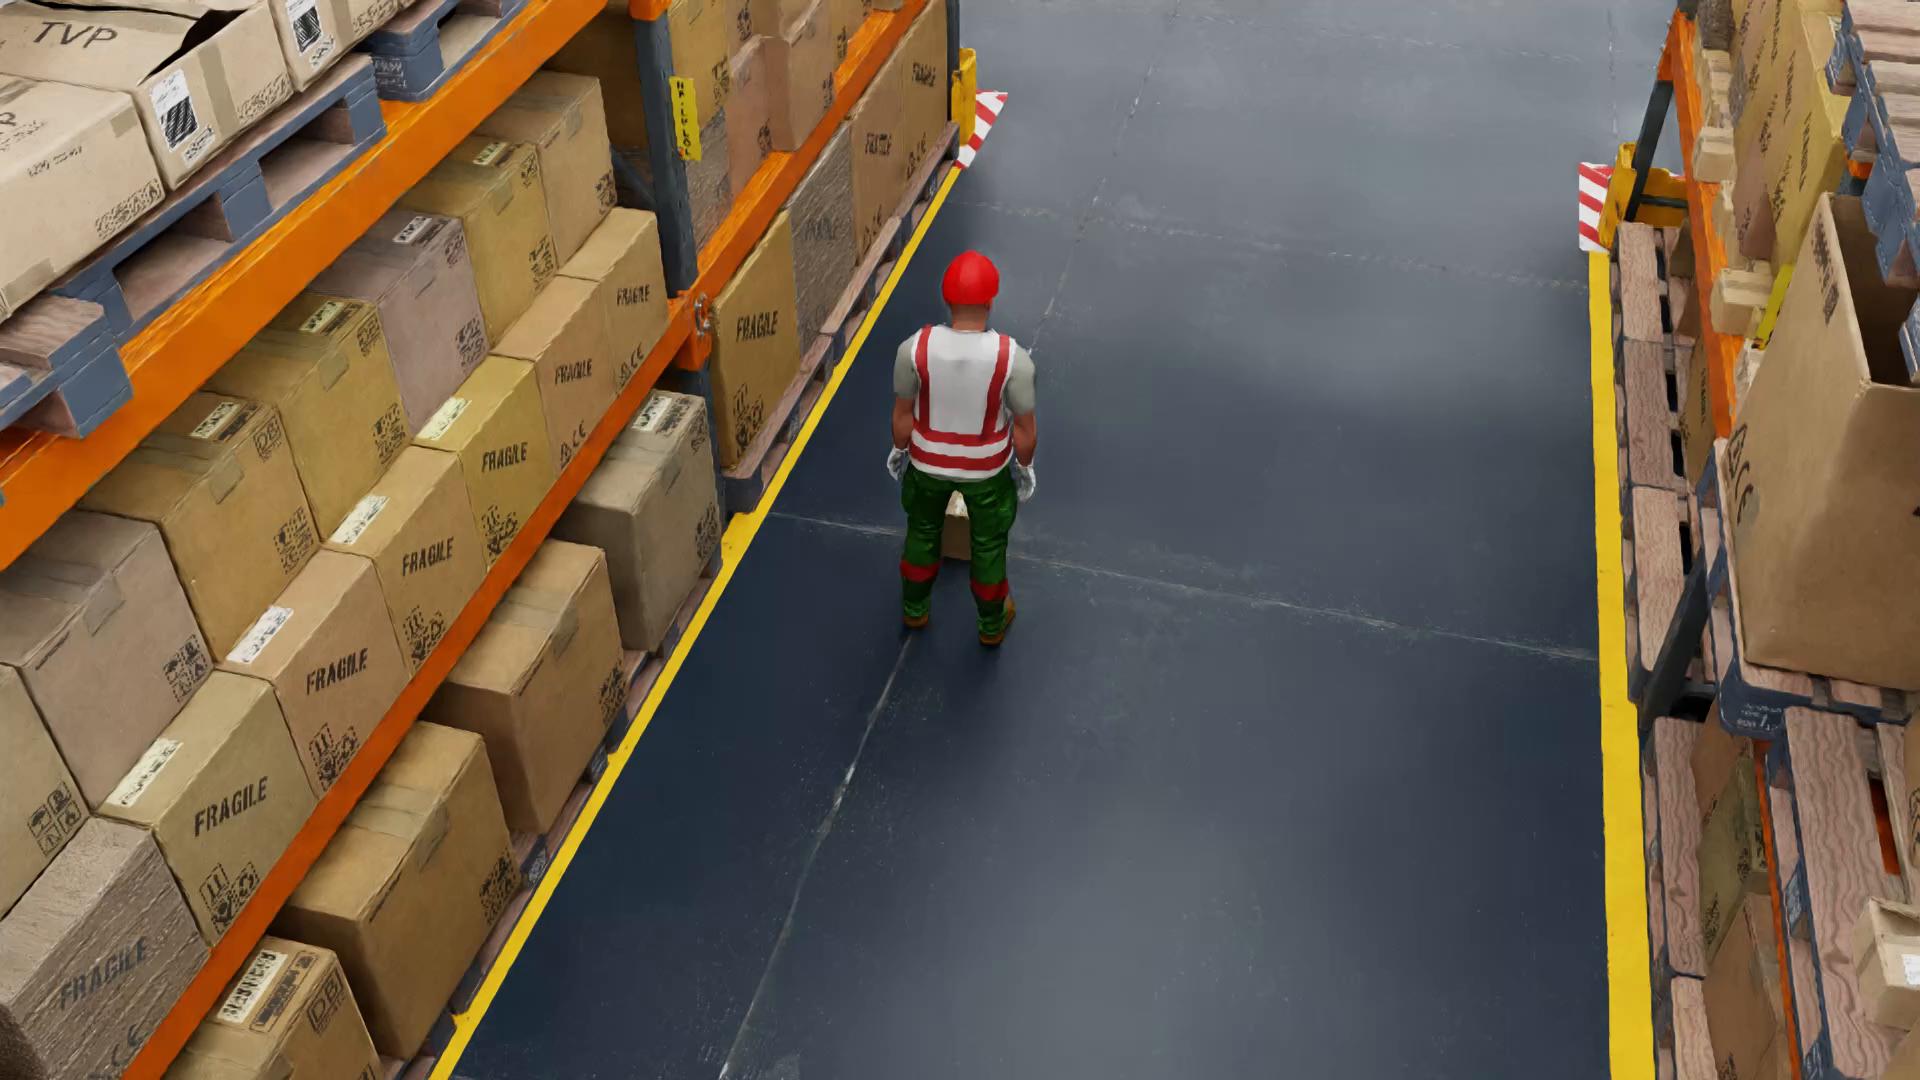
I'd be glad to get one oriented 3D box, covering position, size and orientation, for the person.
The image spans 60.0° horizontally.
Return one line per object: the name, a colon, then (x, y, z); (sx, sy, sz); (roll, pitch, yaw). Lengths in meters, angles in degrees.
person: (0.012, -0.337, 6.496); (0.591, 1.796, 0.405); (6, 41, 7)
